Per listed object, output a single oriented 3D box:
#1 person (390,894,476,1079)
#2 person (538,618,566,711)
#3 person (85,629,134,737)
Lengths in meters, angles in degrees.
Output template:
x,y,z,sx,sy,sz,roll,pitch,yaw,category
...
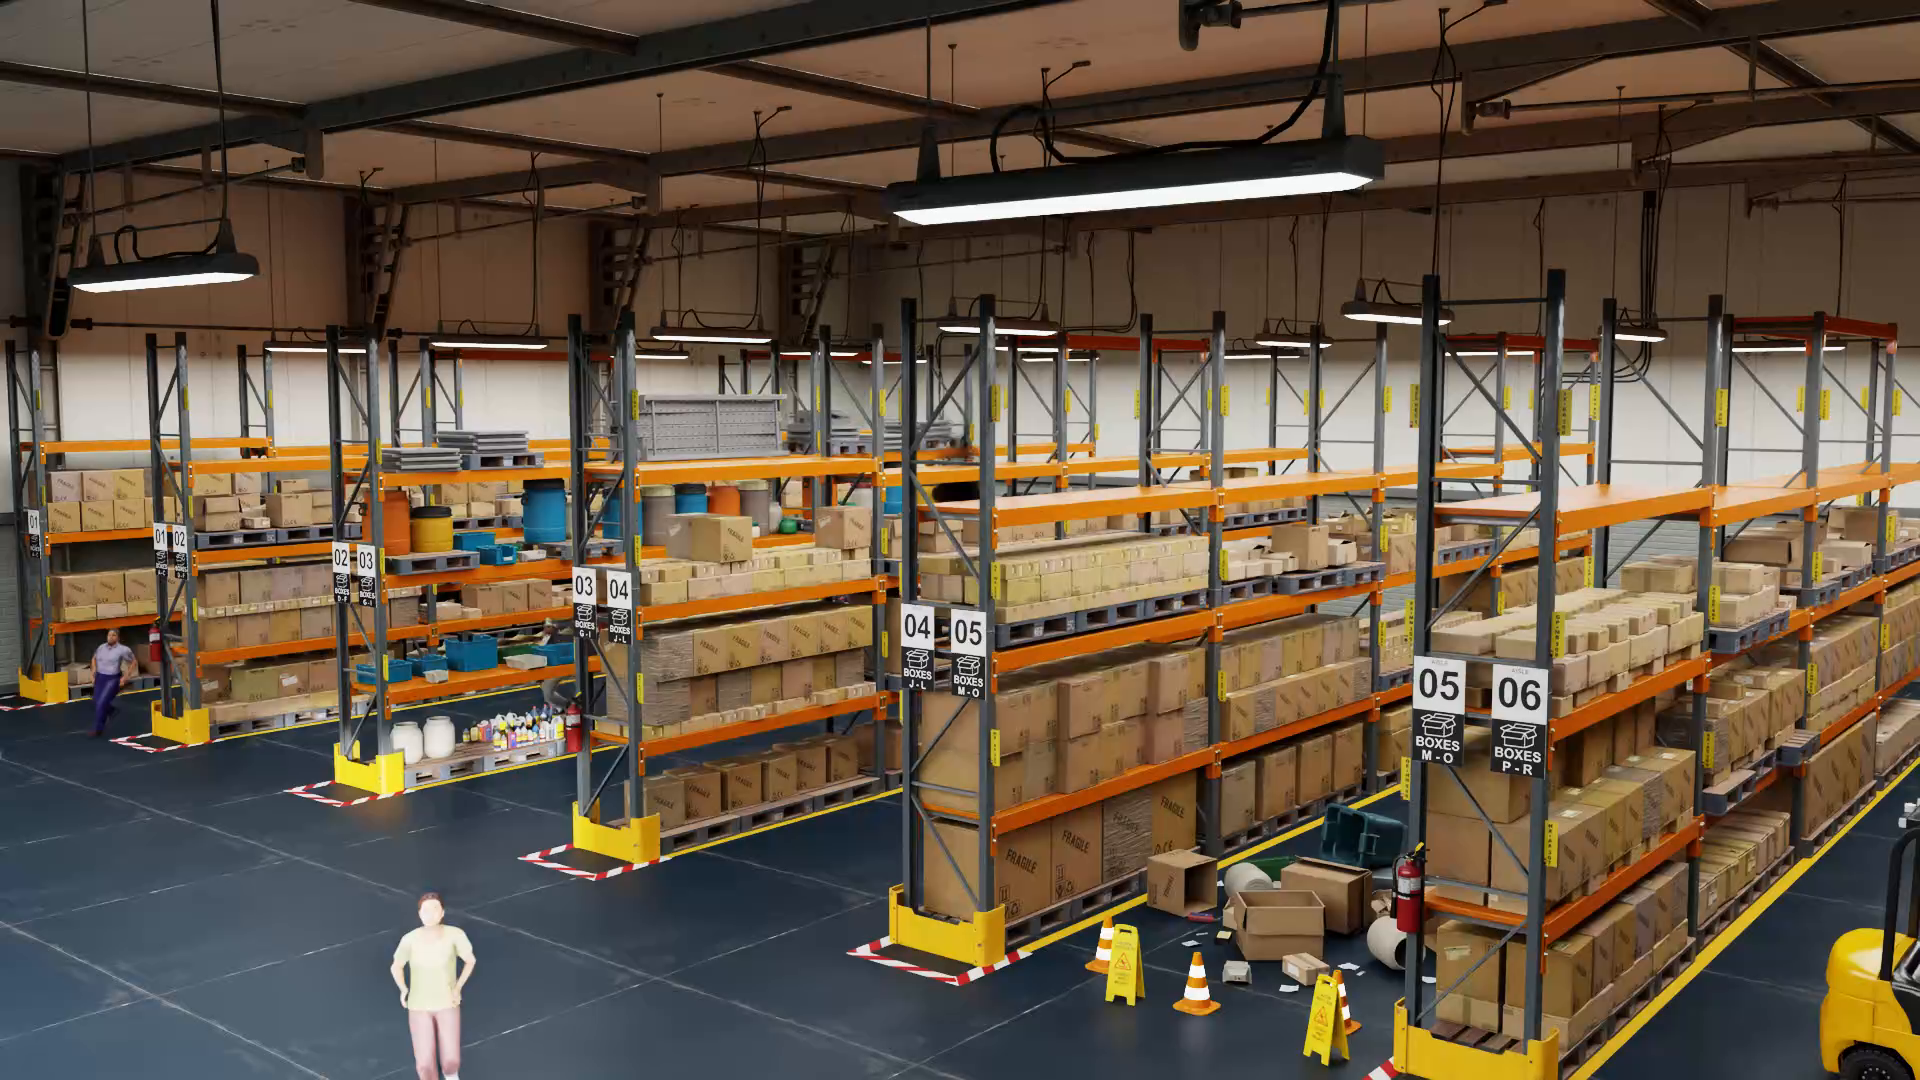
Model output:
x,y,z,sx,sy,sz,roll,pitch,yaw,category
-3.716,3.299,11.743,0.577,1.620,0.563,-1,5,-14,person
-6.371,2.019,25.700,0.548,1.655,0.563,4,7,39,person
-12.784,2.132,25.016,0.653,1.582,0.666,0,5,3,person
